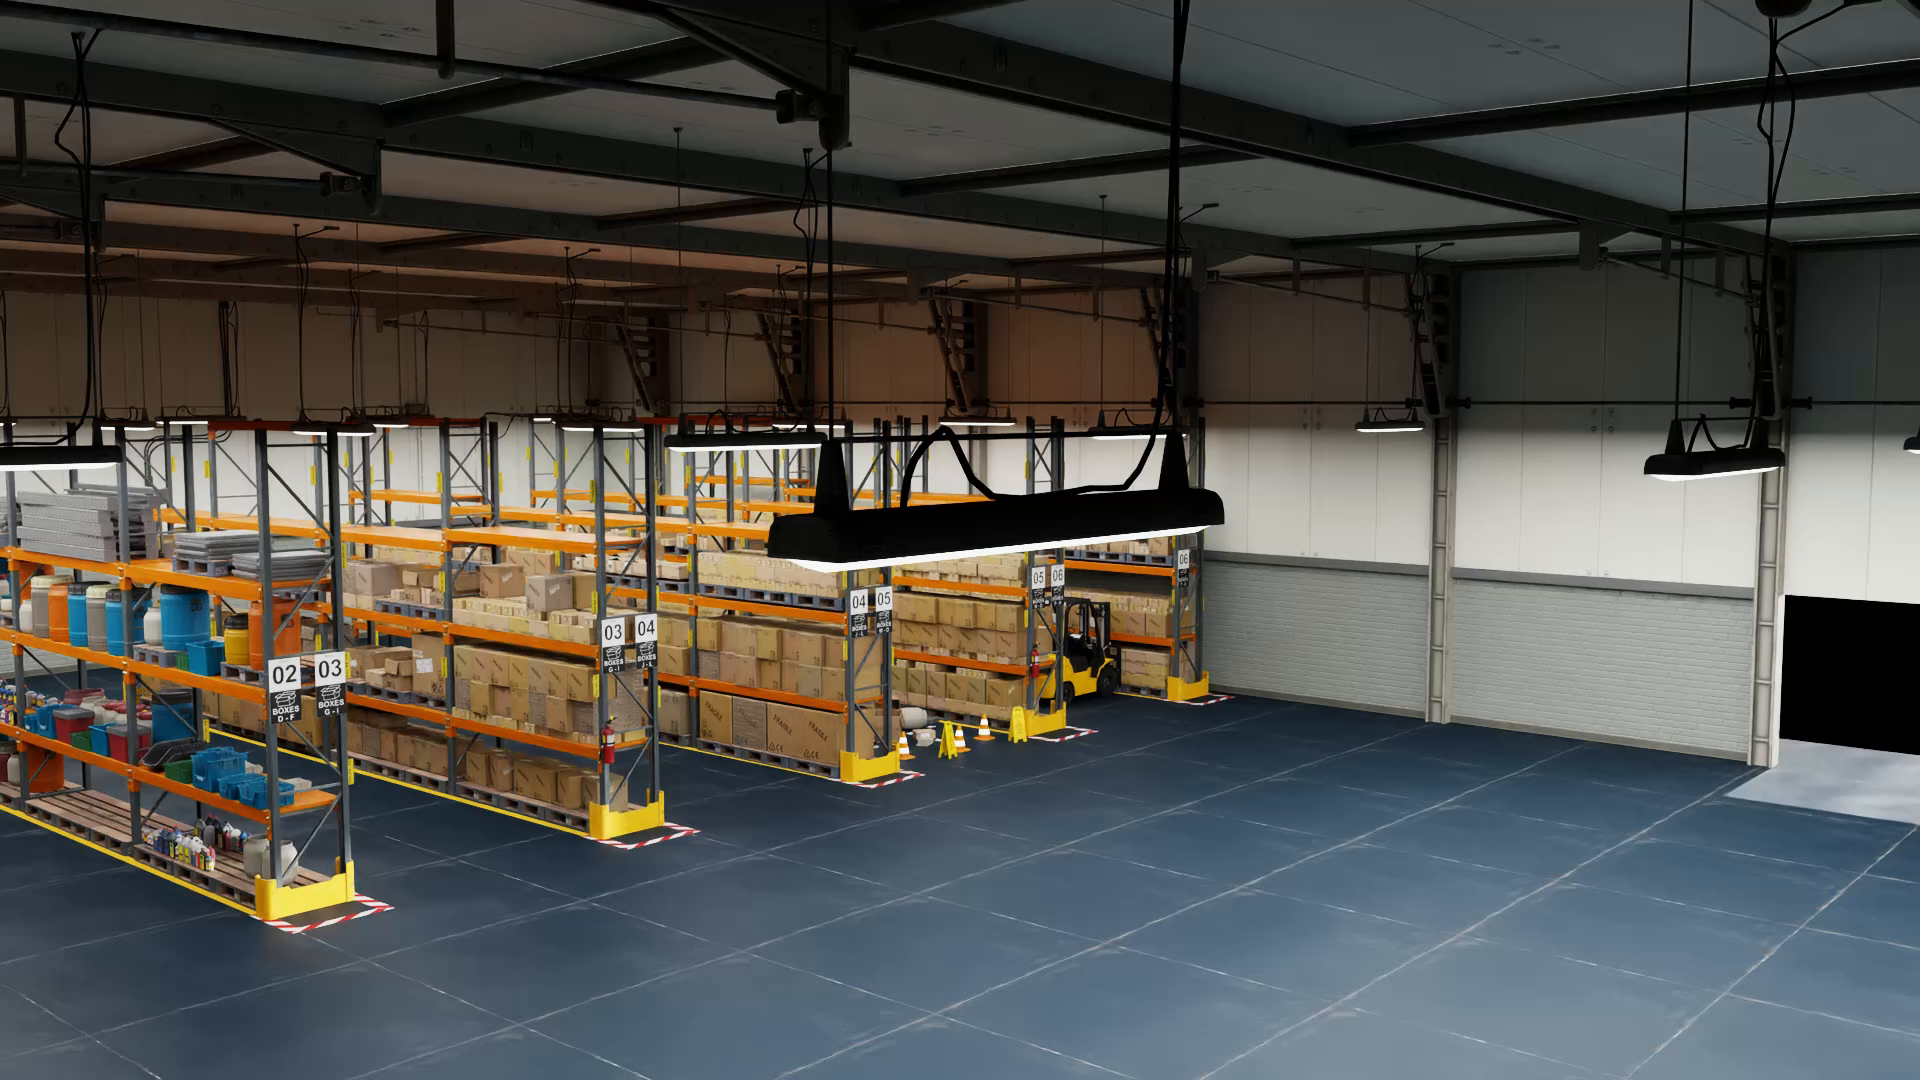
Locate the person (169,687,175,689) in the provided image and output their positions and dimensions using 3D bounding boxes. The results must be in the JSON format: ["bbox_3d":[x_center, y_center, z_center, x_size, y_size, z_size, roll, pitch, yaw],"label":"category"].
[{"bbox_3d":[-13.026,3.242,27.514,0.481,1.597,0.444,4,6,43],"label":"person"}]
